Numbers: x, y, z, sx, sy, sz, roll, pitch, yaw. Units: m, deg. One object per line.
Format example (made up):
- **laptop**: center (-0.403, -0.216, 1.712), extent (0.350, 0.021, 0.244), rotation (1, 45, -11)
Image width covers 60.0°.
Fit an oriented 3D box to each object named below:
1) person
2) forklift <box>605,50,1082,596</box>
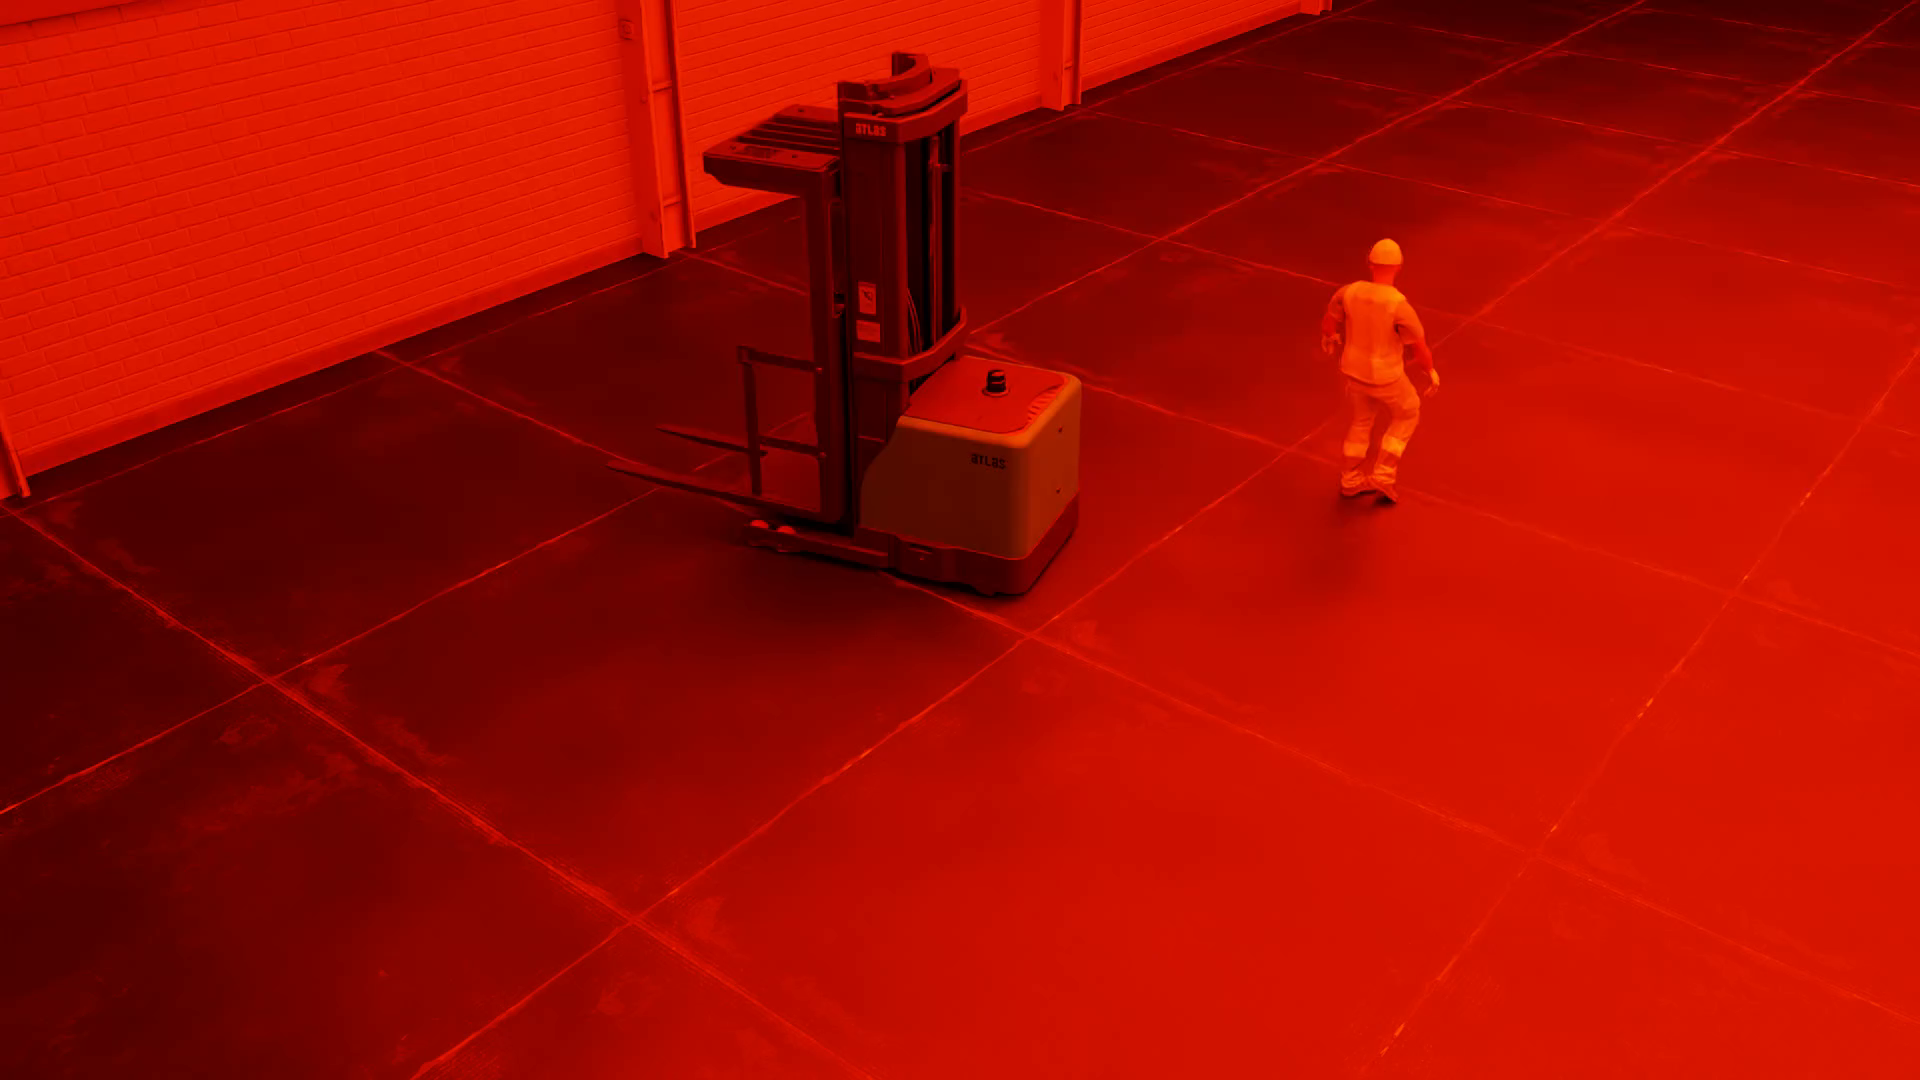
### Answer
- **person**: center (2.636, -1.090, 10.642), extent (0.483, 1.773, 0.838), rotation (-24, 38, -35)
- **forklift**: center (-0.812, -1.415, 10.016), extent (3.031, 2.935, 1.130), rotation (12, 32, 20)
